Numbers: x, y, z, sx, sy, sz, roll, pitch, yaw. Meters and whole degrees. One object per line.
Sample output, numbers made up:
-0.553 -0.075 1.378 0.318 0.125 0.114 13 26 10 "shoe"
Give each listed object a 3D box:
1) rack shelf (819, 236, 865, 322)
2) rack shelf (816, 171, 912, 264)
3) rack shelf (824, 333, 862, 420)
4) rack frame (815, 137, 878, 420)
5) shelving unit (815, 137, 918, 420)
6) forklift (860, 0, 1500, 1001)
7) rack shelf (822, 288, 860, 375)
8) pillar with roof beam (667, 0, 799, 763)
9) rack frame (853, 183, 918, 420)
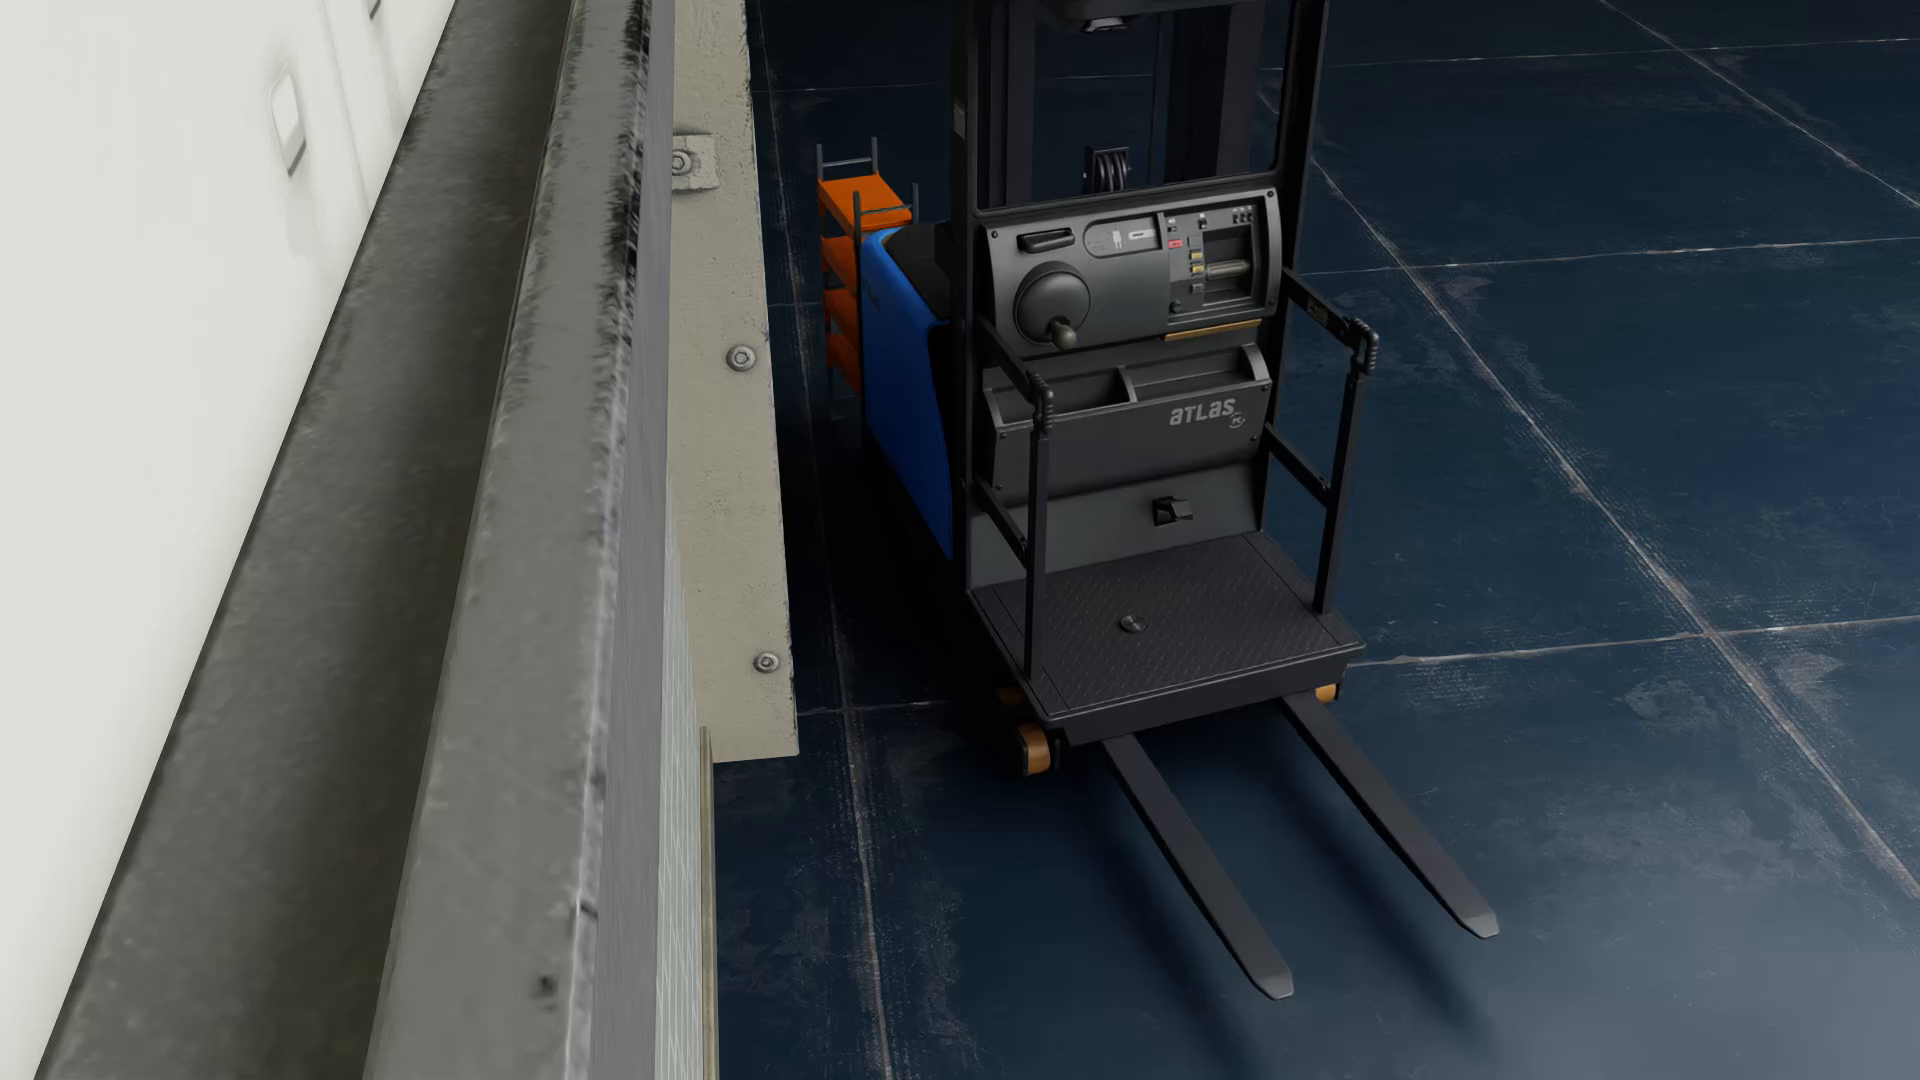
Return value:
-0.351 -1.029 6.416 0.258 0.148 0.480 -12 36 -17 "rack shelf"
-0.351 -1.224 6.283 0.258 0.148 0.480 -12 36 -17 "rack shelf"
-0.351 -0.680 6.654 0.258 0.148 0.480 -12 36 -17 "rack shelf"
-0.435 -1.029 6.694 0.240 1.200 0.015 -12 36 -17 "rack frame"
-0.351 -0.900 6.505 0.258 1.200 0.503 -12 36 -17 "shelving unit"
0.595 -0.741 4.734 1.130 2.935 3.031 -11 36 -16 "forklift"
-0.351 -0.844 6.542 0.258 0.148 0.480 -12 36 -17 "rack shelf"
3.579 -3.465 3.343 9.100 9.000 0.400 -4 35 -6 "pillar with roof beam"
-0.267 -0.770 6.315 0.240 1.200 0.015 -12 36 -17 "rack frame"
